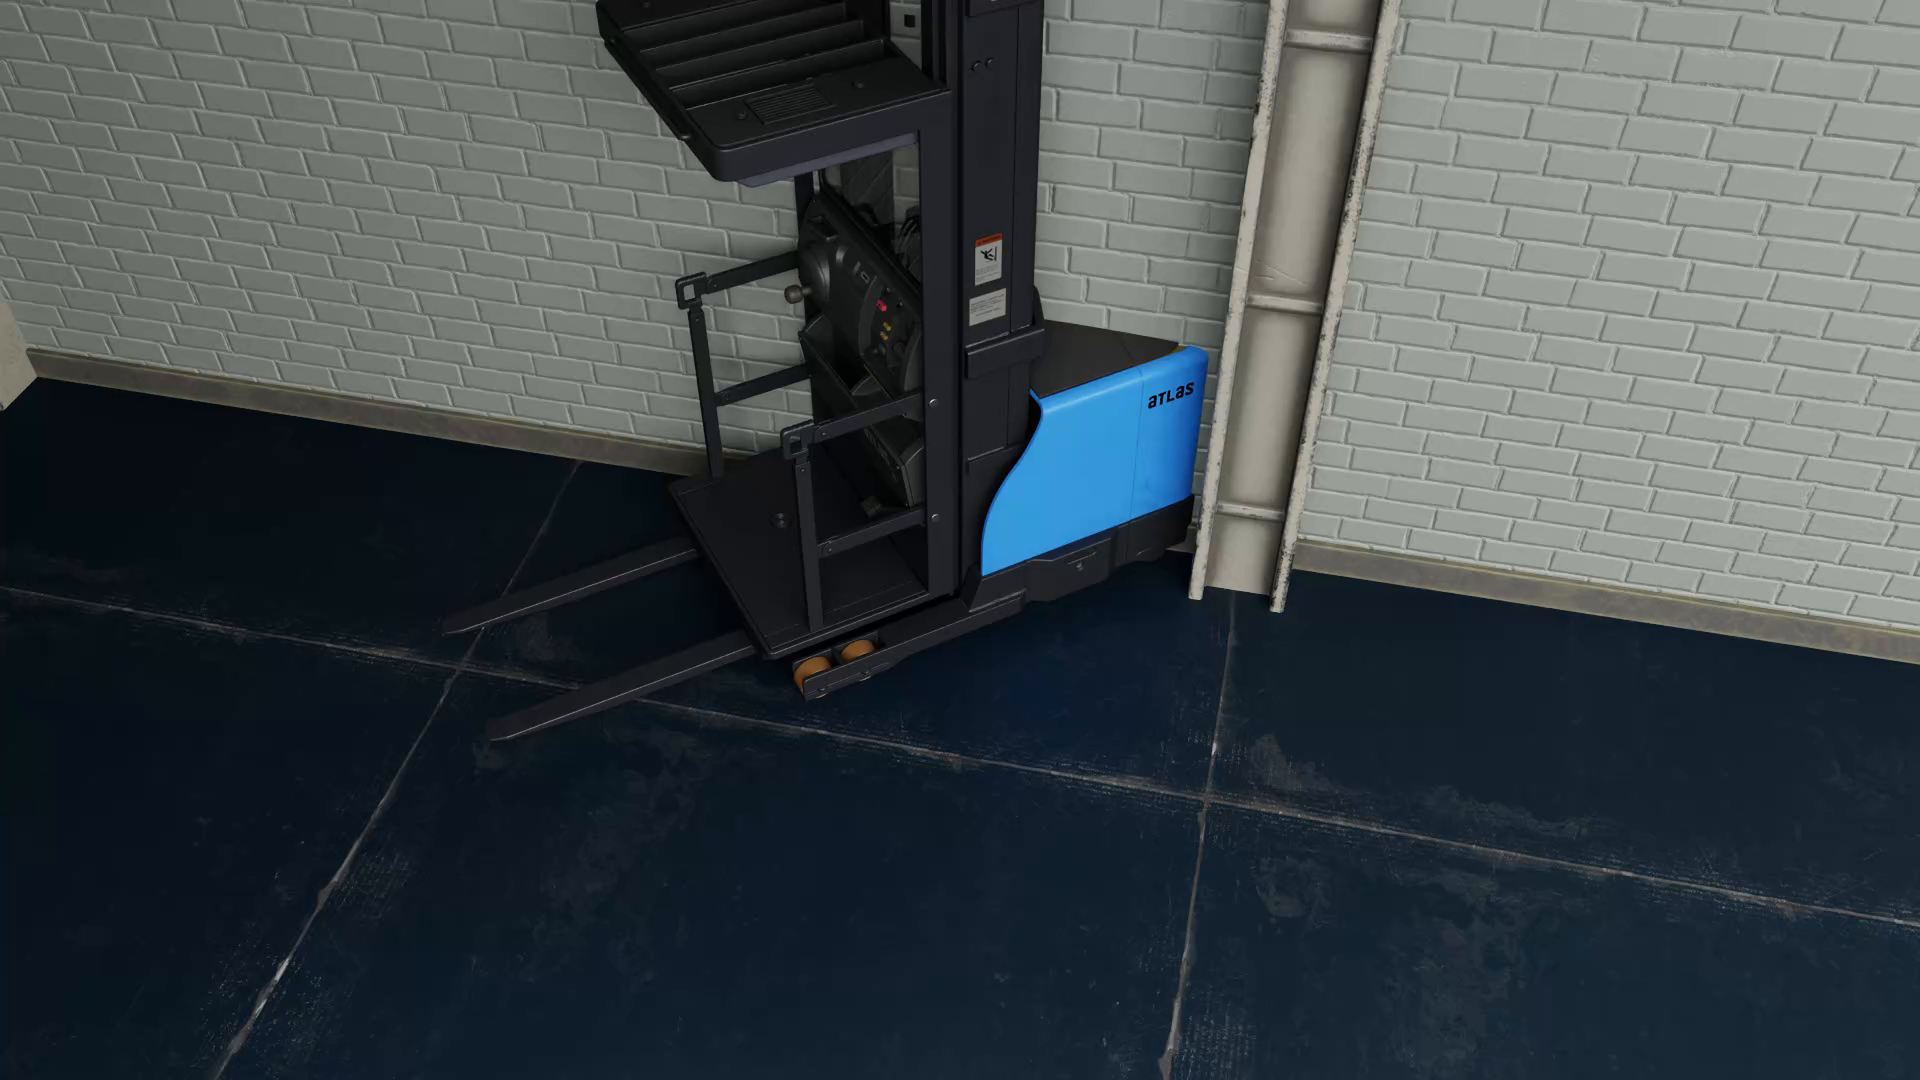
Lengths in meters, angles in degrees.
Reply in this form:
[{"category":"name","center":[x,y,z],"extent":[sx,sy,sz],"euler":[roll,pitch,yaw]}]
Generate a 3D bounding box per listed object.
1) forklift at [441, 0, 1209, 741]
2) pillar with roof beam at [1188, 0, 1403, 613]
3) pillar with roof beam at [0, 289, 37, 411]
[{"category":"forklift","center":[-0.551,-0.853,5.983],"extent":[3.031,2.935,1.130],"euler":[-20,47,-20]},{"category":"pillar with roof beam","center":[0.239,-0.161,0.888],"extent":[0.400,9.000,9.100],"euler":[9,45,9]},{"category":"pillar with roof beam","center":[-5.616,-1.069,1.832],"extent":[0.400,9.000,9.100],"euler":[9,45,9]}]
